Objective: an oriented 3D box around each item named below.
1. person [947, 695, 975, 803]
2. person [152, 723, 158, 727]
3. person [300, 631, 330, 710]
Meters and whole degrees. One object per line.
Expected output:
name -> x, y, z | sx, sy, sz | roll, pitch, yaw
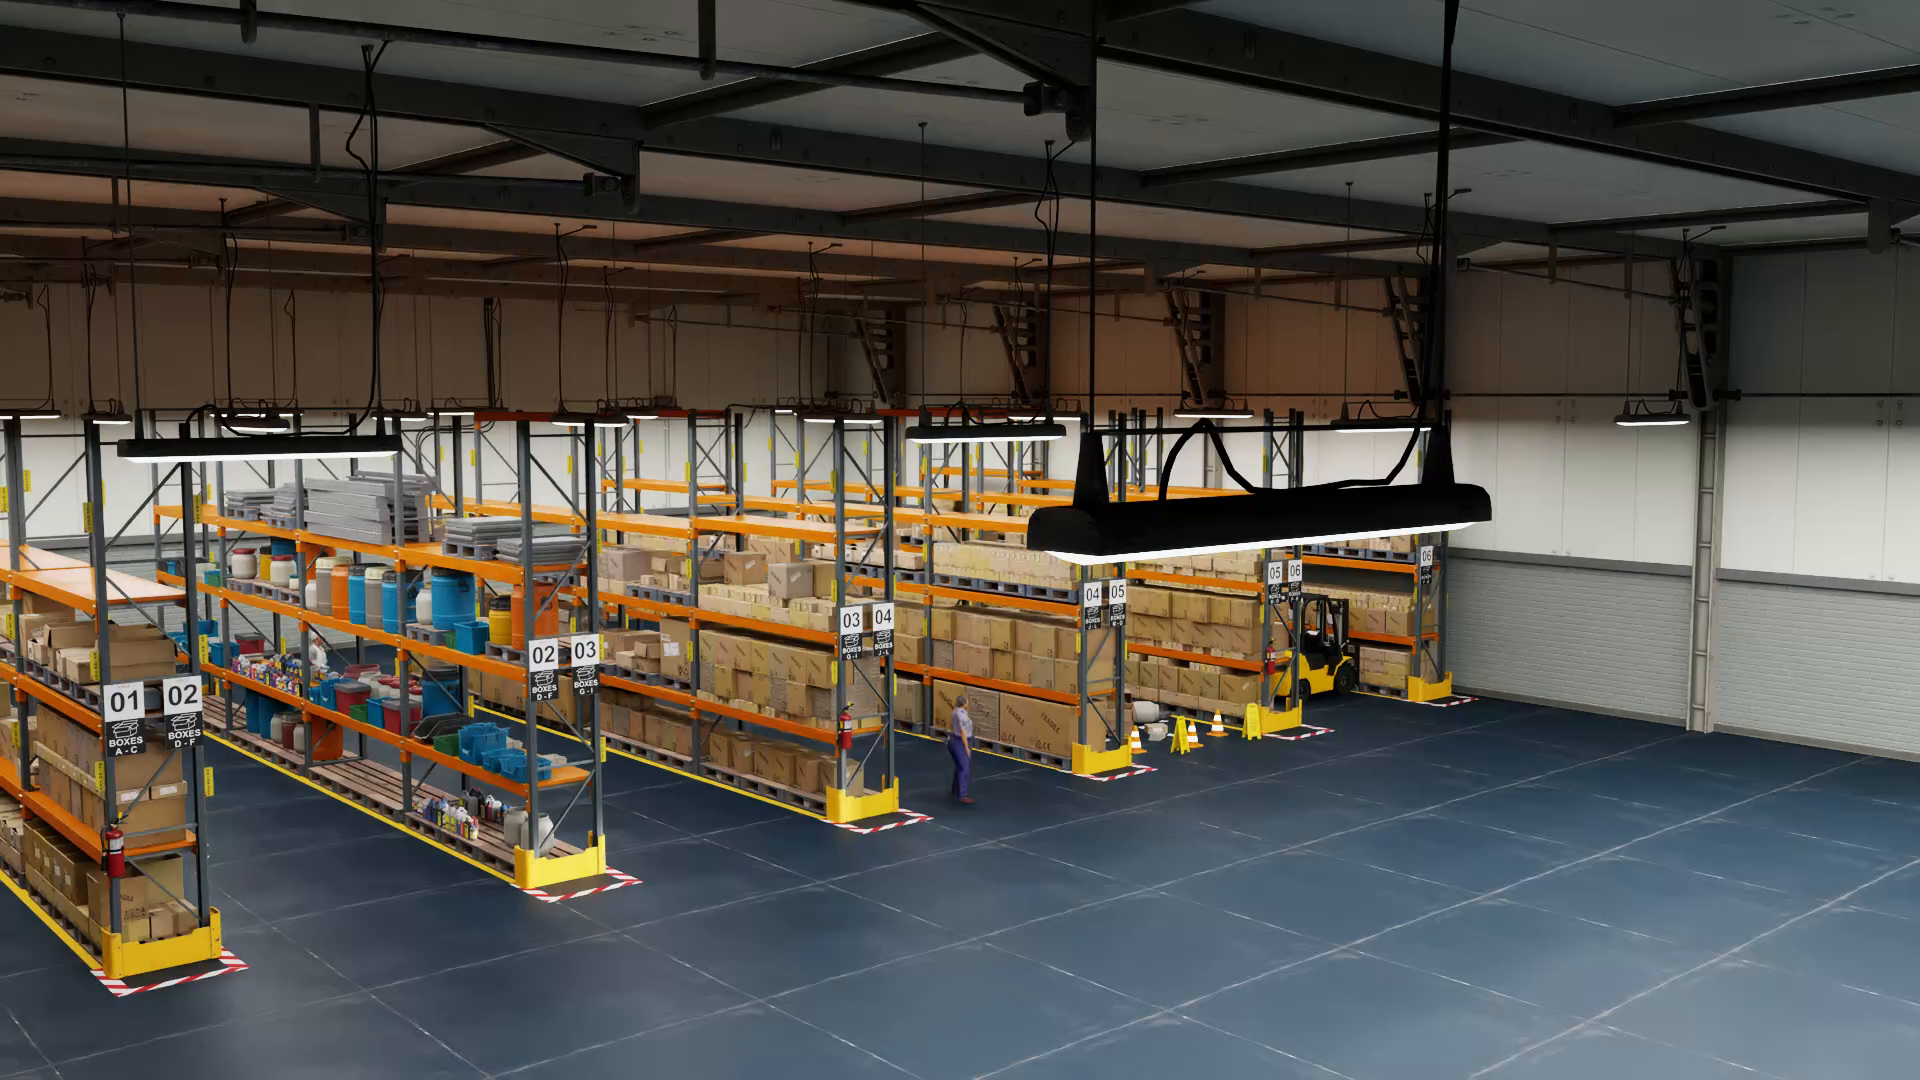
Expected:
person -> 0.012, 3.245, 25.993 | 0.367, 1.650, 0.617 | -2, 5, -17
person -> -11.957, 3.331, 24.816 | 0.497, 1.690, 0.534 | -1, 5, -11
person -> -12.442, 2.639, 32.039 | 0.812, 1.788, 0.576 | 3, 6, 29
